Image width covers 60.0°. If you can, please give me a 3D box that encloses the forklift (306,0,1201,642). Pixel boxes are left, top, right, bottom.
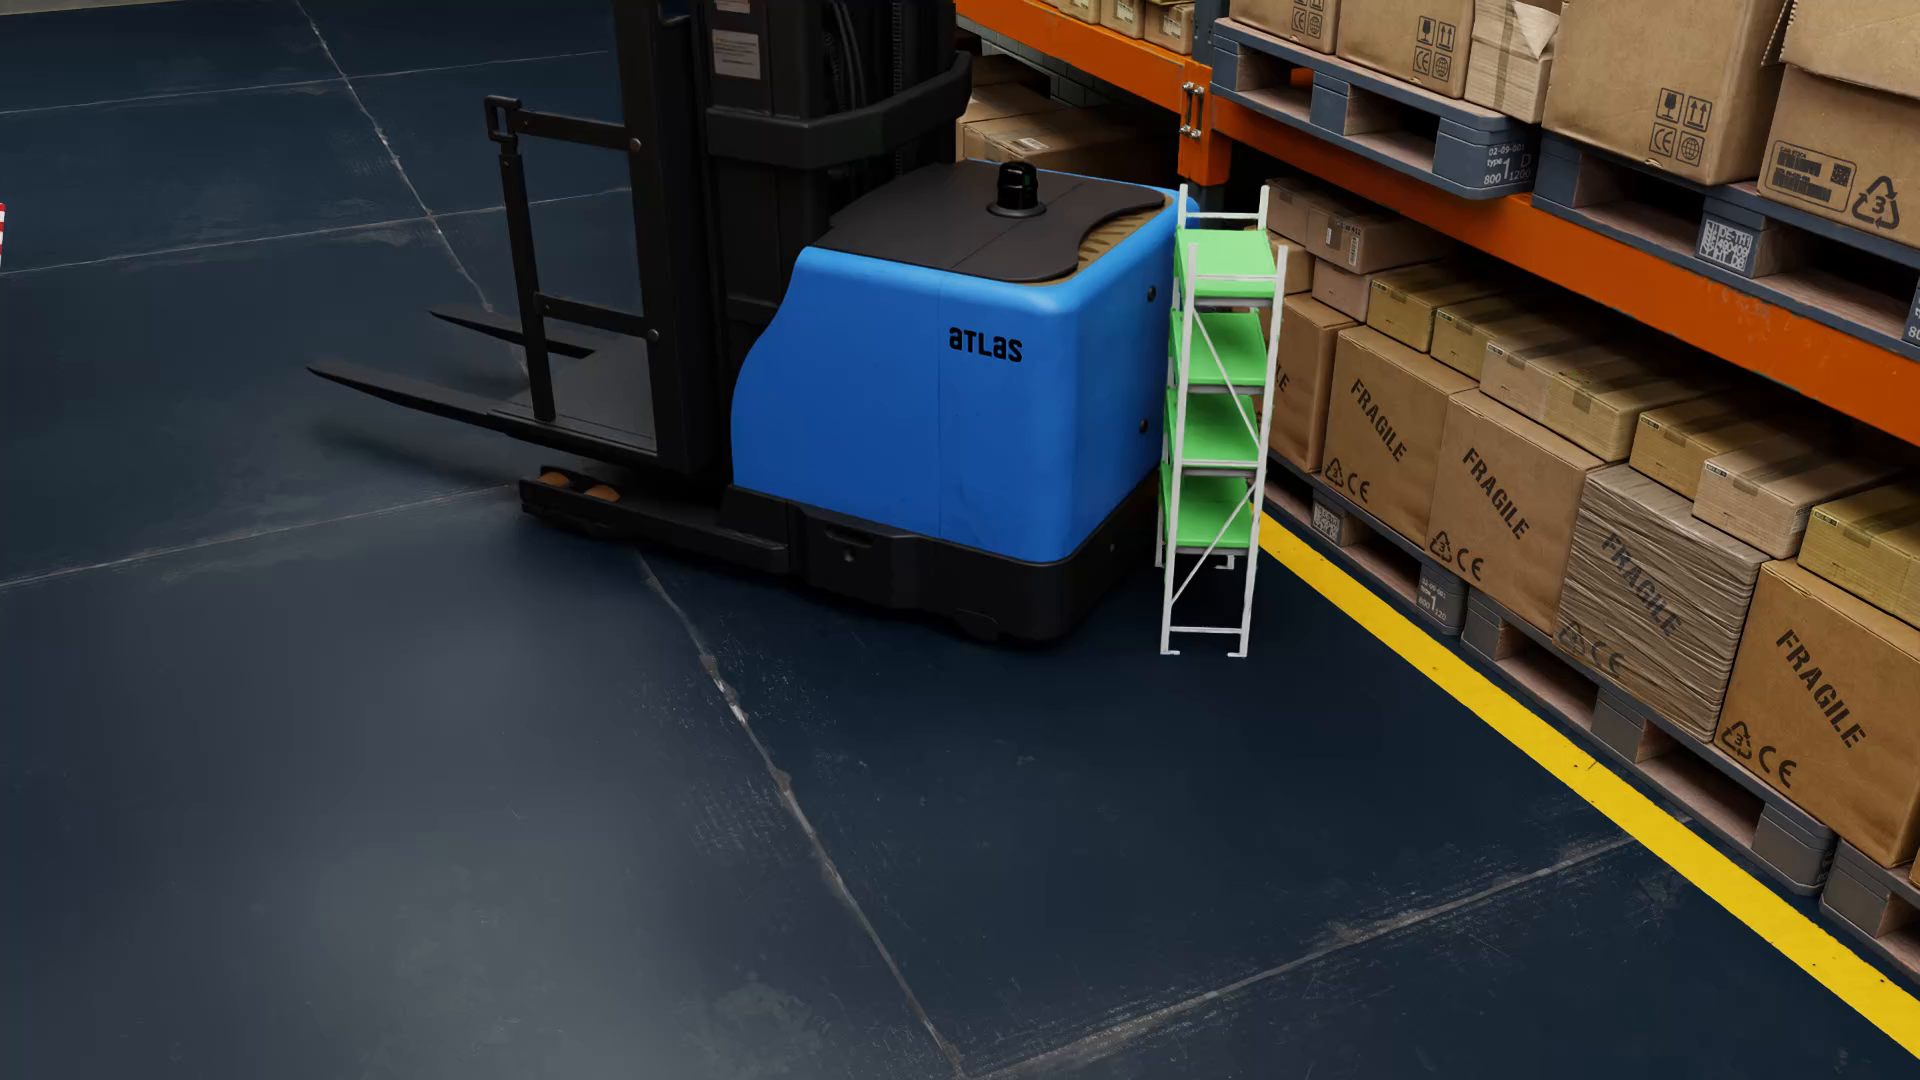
[{"bbox_3d":[-0.826,-1.494,4.918,3.031,2.935,1.130,15,32,24],"label":"forklift"}]

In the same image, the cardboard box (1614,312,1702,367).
[{"bbox_3d":[2.056,-0.560,4.645,0.380,0.149,0.250,-12,32,-21],"label":"cardboard box"}]

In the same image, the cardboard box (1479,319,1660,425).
[{"bbox_3d":[1.631,-0.455,4.458,0.380,0.149,0.250,-13,32,-22],"label":"cardboard box"}]

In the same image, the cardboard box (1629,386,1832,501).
[{"bbox_3d":[1.878,-0.232,4.060,0.380,0.149,0.250,-13,32,-22],"label":"cardboard box"}]

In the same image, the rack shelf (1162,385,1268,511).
[{"bbox_3d":[0.701,-0.264,4.624,0.258,0.148,0.480,2,29,3],"label":"rack shelf"}]

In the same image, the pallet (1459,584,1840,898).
[{"bbox_3d":[2.116,0.360,4.392,1.003,0.211,1.213,-13,32,-22],"label":"pallet"}]

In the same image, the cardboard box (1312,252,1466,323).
[{"bbox_3d":[1.307,-0.803,5.078,0.380,0.149,0.250,-14,32,-23],"label":"cardboard box"}]

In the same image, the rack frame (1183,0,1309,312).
[{"bbox_3d":[1.205,-1.747,5.299,1.000,3.000,0.127,-13,32,-22],"label":"rack frame"}]

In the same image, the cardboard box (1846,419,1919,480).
[{"bbox_3d":[2.376,-0.212,4.024,0.380,0.149,0.250,-13,32,-22],"label":"cardboard box"}]

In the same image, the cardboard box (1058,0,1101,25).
[{"bbox_3d":[0.575,-1.946,5.910,0.380,0.149,0.250,-12,32,-21],"label":"cardboard box"}]

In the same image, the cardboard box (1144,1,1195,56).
[{"bbox_3d":[0.840,-1.726,5.517,0.380,0.149,0.250,-13,32,-21],"label":"cardboard box"}]

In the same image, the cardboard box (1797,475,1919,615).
[{"bbox_3d":[2.083,0.003,3.641,0.380,0.149,0.250,-14,32,-23],"label":"cardboard box"}]

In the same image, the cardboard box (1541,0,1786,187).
[{"bbox_3d":[1.769,-1.138,3.681,0.700,0.500,0.500,-13,32,-22],"label":"cardboard box"}]

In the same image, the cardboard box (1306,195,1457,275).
[{"bbox_3d":[1.273,-0.934,5.007,0.380,0.149,0.250,-15,32,-24],"label":"cardboard box"}]

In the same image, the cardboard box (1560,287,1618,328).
[{"bbox_3d":[1.987,-0.693,4.882,0.380,0.149,0.250,-15,32,-24],"label":"cardboard box"}]

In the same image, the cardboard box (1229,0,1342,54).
[{"bbox_3d":[1.210,-1.713,4.707,0.700,0.500,0.500,-12,32,-21],"label":"cardboard box"}]

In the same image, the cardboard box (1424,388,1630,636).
[{"bbox_3d":[1.657,-0.125,4.532,0.500,0.500,0.500,-14,32,-23],"label":"cardboard box"}]

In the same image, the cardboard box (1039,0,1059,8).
[{"bbox_3d":[0.487,-2.067,6.127,0.380,0.149,0.250,-12,32,-21],"label":"cardboard box"}]

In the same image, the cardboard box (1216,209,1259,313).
[{"bbox_3d":[1.134,-1.099,6.463,0.500,0.311,0.500,-12,31,-20],"label":"cardboard box"}]

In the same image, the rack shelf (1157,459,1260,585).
[{"bbox_3d":[0.701,-0.054,4.741,0.258,0.148,0.480,2,29,3],"label":"rack shelf"}]

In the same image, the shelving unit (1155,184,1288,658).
[{"bbox_3d":[0.701,-0.319,4.593,0.258,1.200,0.503,2,29,3],"label":"shelving unit"}]

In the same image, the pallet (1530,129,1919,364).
[{"bbox_3d":[2.083,-0.755,3.725,1.003,0.211,1.213,-13,32,-22],"label":"pallet"}]

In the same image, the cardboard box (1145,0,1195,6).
[{"bbox_3d":[0.766,-1.985,5.573,0.500,0.250,0.500,-12,32,-21],"label":"cardboard box"}]

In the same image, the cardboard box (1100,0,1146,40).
[{"bbox_3d":[0.708,-1.836,5.714,0.380,0.149,0.250,-12,32,-21],"label":"cardboard box"}]

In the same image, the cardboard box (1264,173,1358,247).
[{"bbox_3d":[1.173,-1.051,5.217,0.380,0.149,0.250,-14,32,-23],"label":"cardboard box"}]

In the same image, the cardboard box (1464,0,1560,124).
[{"bbox_3d":[1.454,-1.178,3.991,0.396,0.266,0.258,-12,31,-20],"label":"cardboard box"}]

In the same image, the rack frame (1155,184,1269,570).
[{"bbox_3d":[0.718,-0.438,4.805,0.240,1.200,0.015,2,29,3],"label":"rack frame"}]

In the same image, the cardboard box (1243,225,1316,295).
[{"bbox_3d":[1.118,-0.909,5.267,0.380,0.149,0.250,-12,31,-20],"label":"cardboard box"}]

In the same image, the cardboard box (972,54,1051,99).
[{"bbox_3d":[-0.004,-1.931,7.754,0.700,0.500,0.500,-12,31,-20],"label":"cardboard box"}]

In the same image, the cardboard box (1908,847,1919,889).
[{"bbox_3d":[2.341,0.562,3.308,0.500,0.500,0.500,-14,32,-23],"label":"cardboard box"}]

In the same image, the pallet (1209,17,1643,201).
[{"bbox_3d":[1.449,-1.288,4.676,1.003,0.211,1.213,-13,32,-22],"label":"pallet"}]

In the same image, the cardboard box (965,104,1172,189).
[{"bbox_3d":[0.442,-1.473,6.936,0.700,0.500,0.500,-14,32,-24],"label":"cardboard box"}]

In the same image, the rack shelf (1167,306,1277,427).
[{"bbox_3d":[0.701,-0.473,4.507,0.258,0.148,0.480,2,29,3],"label":"rack shelf"}]

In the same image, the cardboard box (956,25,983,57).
[{"bbox_3d":[-0.336,-2.318,8.441,0.797,0.503,0.637,-14,32,-24],"label":"cardboard box"}]

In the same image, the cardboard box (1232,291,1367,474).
[{"bbox_3d":[1.209,-0.579,5.343,0.500,0.500,0.500,-12,31,-20],"label":"cardboard box"}]

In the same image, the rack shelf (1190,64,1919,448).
[{"bbox_3d":[2.063,-0.550,3.900,1.077,0.370,4.000,-13,32,-22],"label":"rack shelf"}]

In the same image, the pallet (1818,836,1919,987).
[{"bbox_3d":[2.635,0.898,3.432,1.003,0.211,1.213,-13,32,-22],"label":"pallet"}]

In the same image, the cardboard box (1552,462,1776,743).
[{"bbox_3d":[1.874,0.106,4.121,0.500,0.500,0.500,-14,32,-24],"label":"cardboard box"}]

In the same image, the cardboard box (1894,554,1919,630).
[{"bbox_3d":[2.190,0.113,3.445,0.380,0.149,0.250,-12,31,-21],"label":"cardboard box"}]

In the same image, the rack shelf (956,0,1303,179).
[{"bbox_3d":[0.346,-2.317,7.051,1.077,0.370,4.000,-13,32,-22],"label":"rack shelf"}]

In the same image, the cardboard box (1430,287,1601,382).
[{"bbox_3d":[1.557,-0.573,4.669,0.380,0.149,0.250,-14,32,-23],"label":"cardboard box"}]

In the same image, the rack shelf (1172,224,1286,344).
[{"bbox_3d":[0.701,-0.682,4.389,0.258,0.148,0.480,2,29,3],"label":"rack shelf"}]

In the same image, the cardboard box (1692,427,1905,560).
[{"bbox_3d":[1.937,-0.113,3.847,0.380,0.149,0.250,-15,32,-24],"label":"cardboard box"}]

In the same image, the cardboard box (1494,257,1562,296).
[{"bbox_3d":[1.853,-0.800,5.074,0.380,0.149,0.250,-13,32,-21],"label":"cardboard box"}]

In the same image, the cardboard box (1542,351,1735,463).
[{"bbox_3d":[1.735,-0.345,4.262,0.380,0.149,0.250,-12,31,-20],"label":"cardboard box"}]

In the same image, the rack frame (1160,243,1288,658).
[{"bbox_3d":[0.684,-0.200,4.381,0.240,1.200,0.015,2,29,3],"label":"rack frame"}]

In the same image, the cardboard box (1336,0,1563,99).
[{"bbox_3d":[1.433,-1.485,4.299,0.700,0.500,0.500,-13,32,-21],"label":"cardboard box"}]

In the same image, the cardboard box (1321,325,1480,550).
[{"bbox_3d":[1.446,-0.346,4.927,0.500,0.500,0.500,-14,32,-23],"label":"cardboard box"}]

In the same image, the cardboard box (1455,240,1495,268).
[{"bbox_3d":[1.741,-0.906,5.262,0.380,0.149,0.250,-13,32,-22],"label":"cardboard box"}]

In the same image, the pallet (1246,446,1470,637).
[{"bbox_3d":[1.588,-0.180,5.355,1.003,0.211,1.213,-13,32,-22],"label":"pallet"}]

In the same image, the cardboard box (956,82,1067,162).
[{"bbox_3d":[0.133,-1.677,7.300,0.500,0.500,0.500,-12,32,-21],"label":"cardboard box"}]

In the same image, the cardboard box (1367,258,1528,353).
[{"bbox_3d":[1.428,-0.692,4.880,0.380,0.149,0.250,-15,33,-25],"label":"cardboard box"}]

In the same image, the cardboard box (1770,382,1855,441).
[{"bbox_3d":[2.298,-0.340,4.253,0.380,0.149,0.250,-14,32,-24],"label":"cardboard box"}]

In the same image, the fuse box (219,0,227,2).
[{"bbox_3d":[-5.476,-4.771,12.009,0.539,1.711,0.414,-13,32,-22],"label":"fuse box"}]

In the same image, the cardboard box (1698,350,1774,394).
[{"bbox_3d":[2.217,-0.458,4.464,0.380,0.149,0.250,-13,32,-21],"label":"cardboard box"}]

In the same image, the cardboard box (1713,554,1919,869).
[{"bbox_3d":[2.114,0.331,3.719,0.500,0.500,0.500,-12,31,-20],"label":"cardboard box"}]

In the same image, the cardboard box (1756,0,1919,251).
[{"bbox_3d":[2.054,-0.891,3.237,0.797,0.503,0.637,-14,32,-23],"label":"cardboard box"}]
